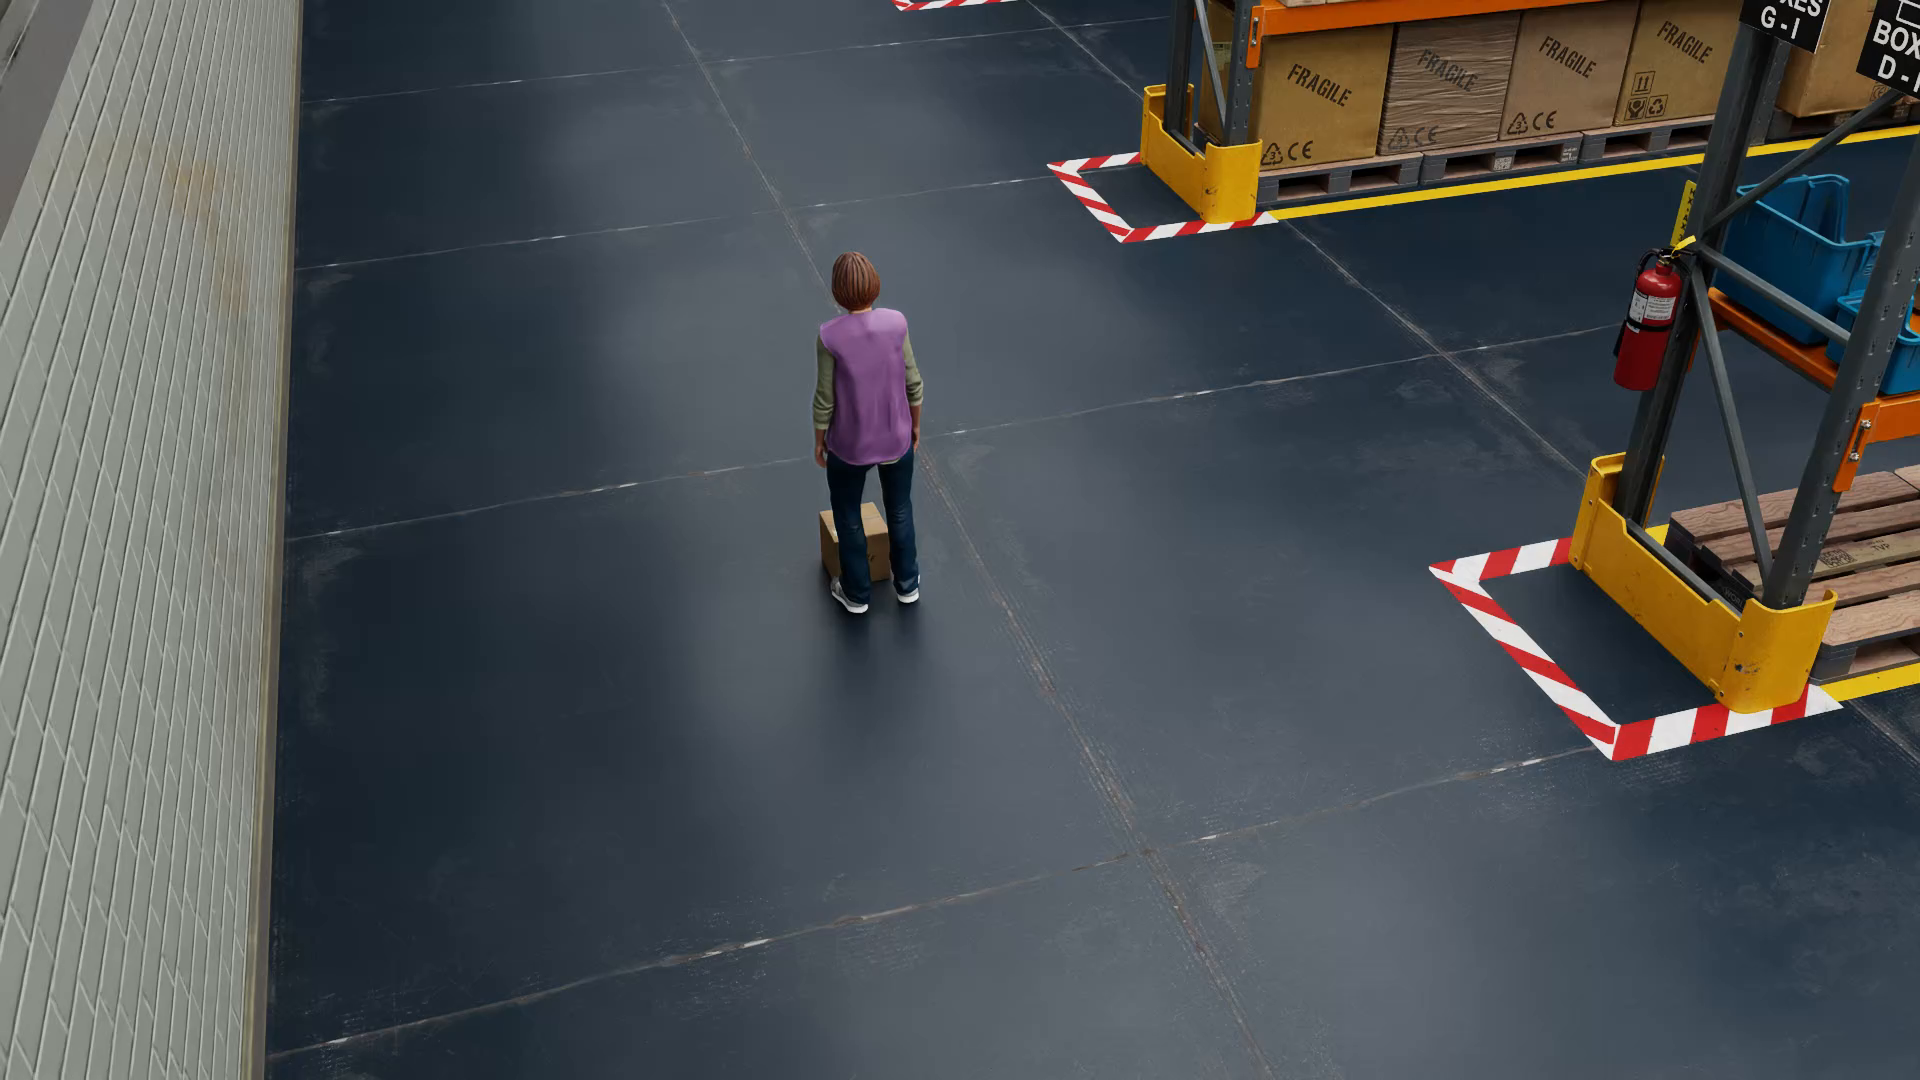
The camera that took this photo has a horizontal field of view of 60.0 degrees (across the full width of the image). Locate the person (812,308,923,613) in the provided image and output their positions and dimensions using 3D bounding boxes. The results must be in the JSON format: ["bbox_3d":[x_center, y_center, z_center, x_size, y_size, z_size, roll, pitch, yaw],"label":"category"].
[{"bbox_3d":[-0.371,-0.317,6.794,0.460,1.392,0.341,-11,36,-16],"label":"person"}]
